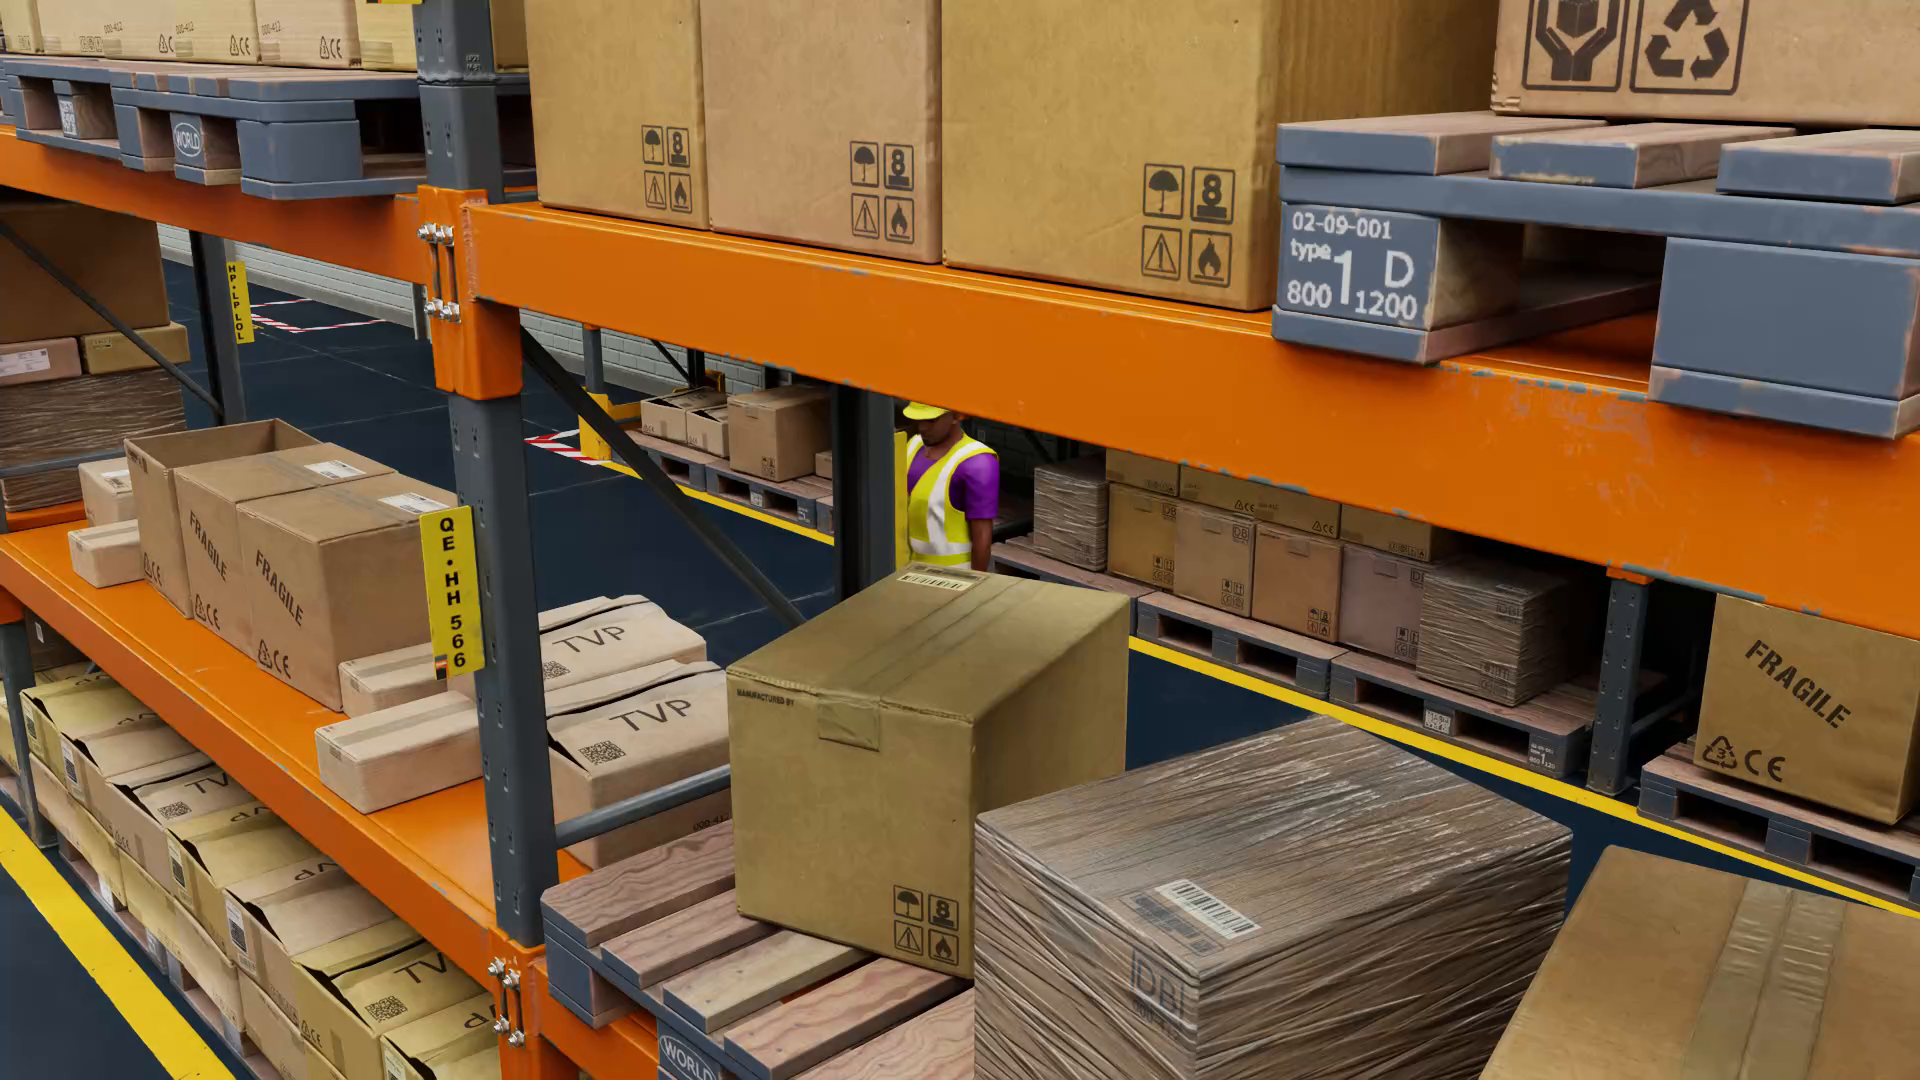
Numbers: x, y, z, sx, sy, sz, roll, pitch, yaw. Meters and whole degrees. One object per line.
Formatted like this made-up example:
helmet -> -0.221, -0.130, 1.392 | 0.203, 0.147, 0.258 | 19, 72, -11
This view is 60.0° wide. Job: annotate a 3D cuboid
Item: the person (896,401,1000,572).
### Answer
person -> -0.086, 0.157, 7.004 | 0.364, 1.763, 0.567 | -15, 23, -40
